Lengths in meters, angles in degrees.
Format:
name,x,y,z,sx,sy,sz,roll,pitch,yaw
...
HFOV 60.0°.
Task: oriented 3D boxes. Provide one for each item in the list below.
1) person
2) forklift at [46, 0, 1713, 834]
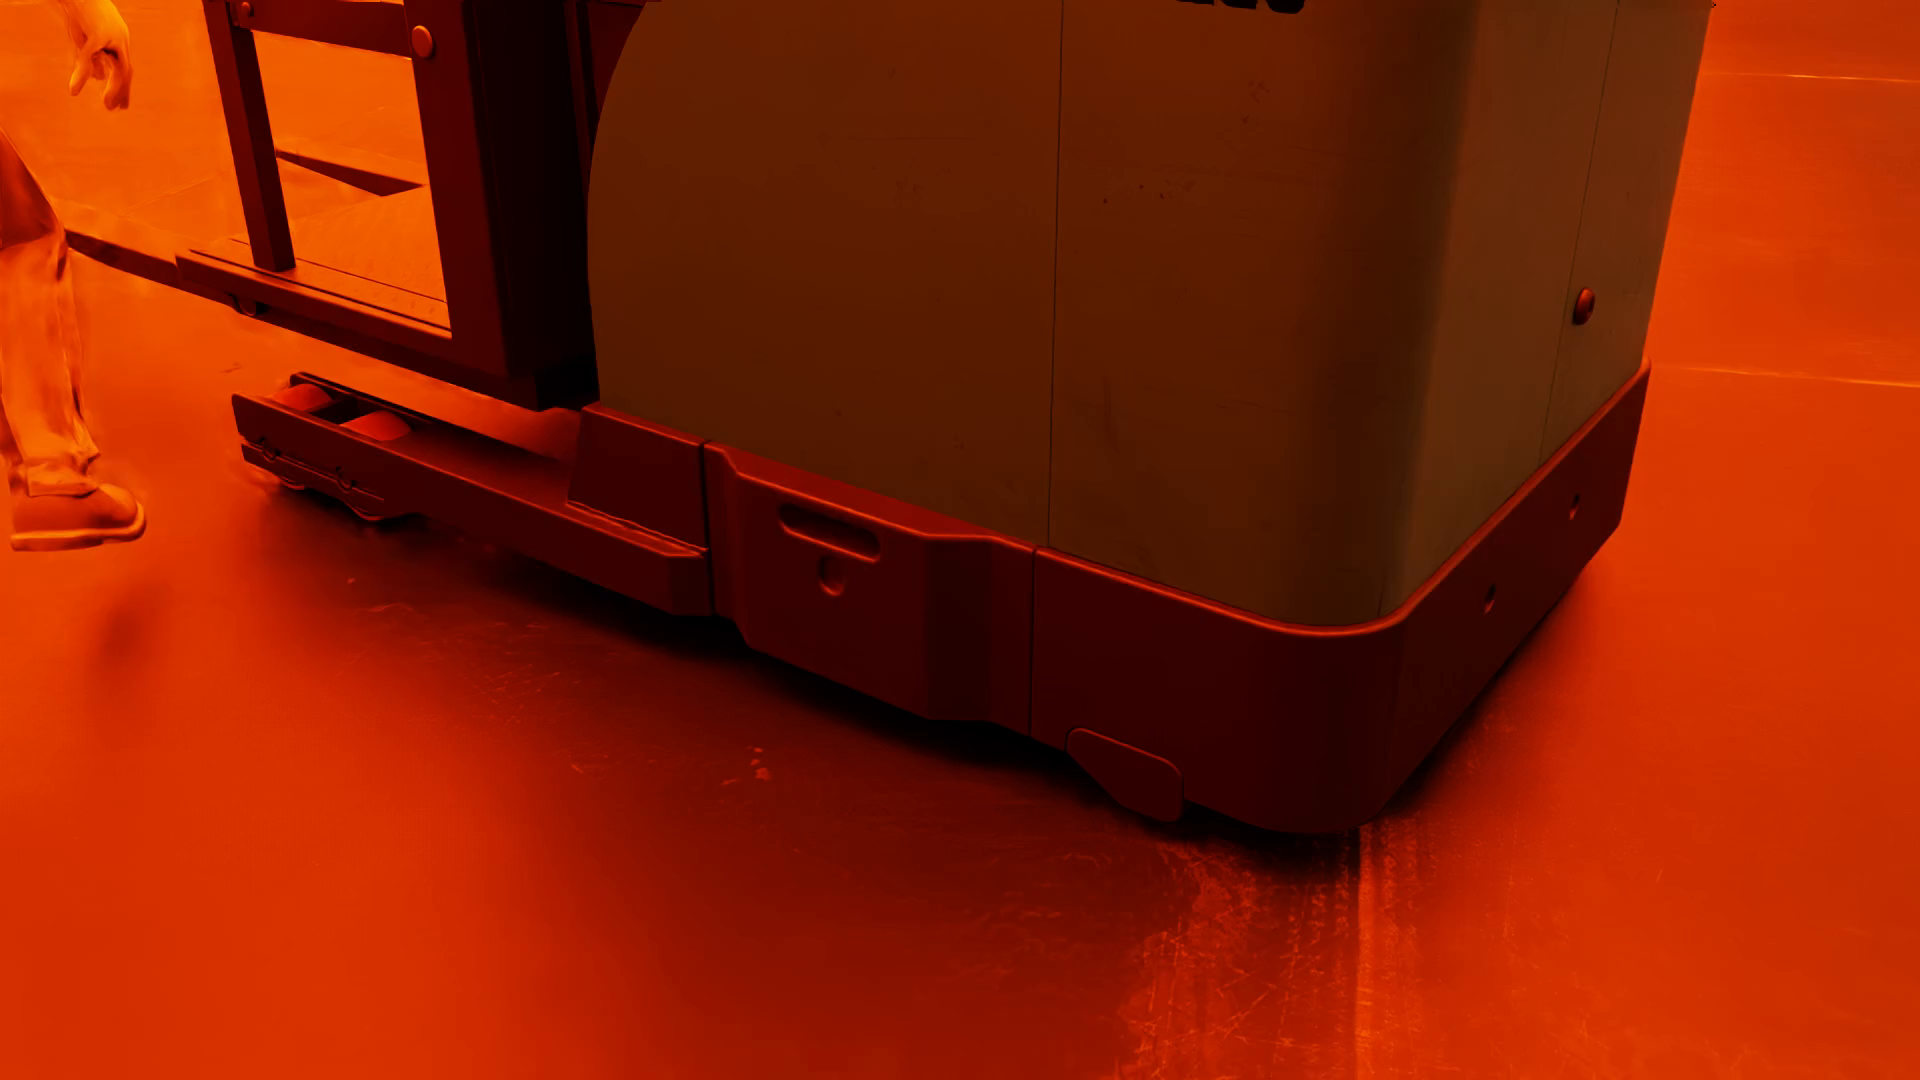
name,x,y,z,sx,sy,sz,roll,pitch,yaw
person,-1.441,-0.604,1.965,0.828,1.585,0.474,-11,29,-21
forklift,-0.531,-1.510,2.239,3.031,2.935,1.130,18,32,32
